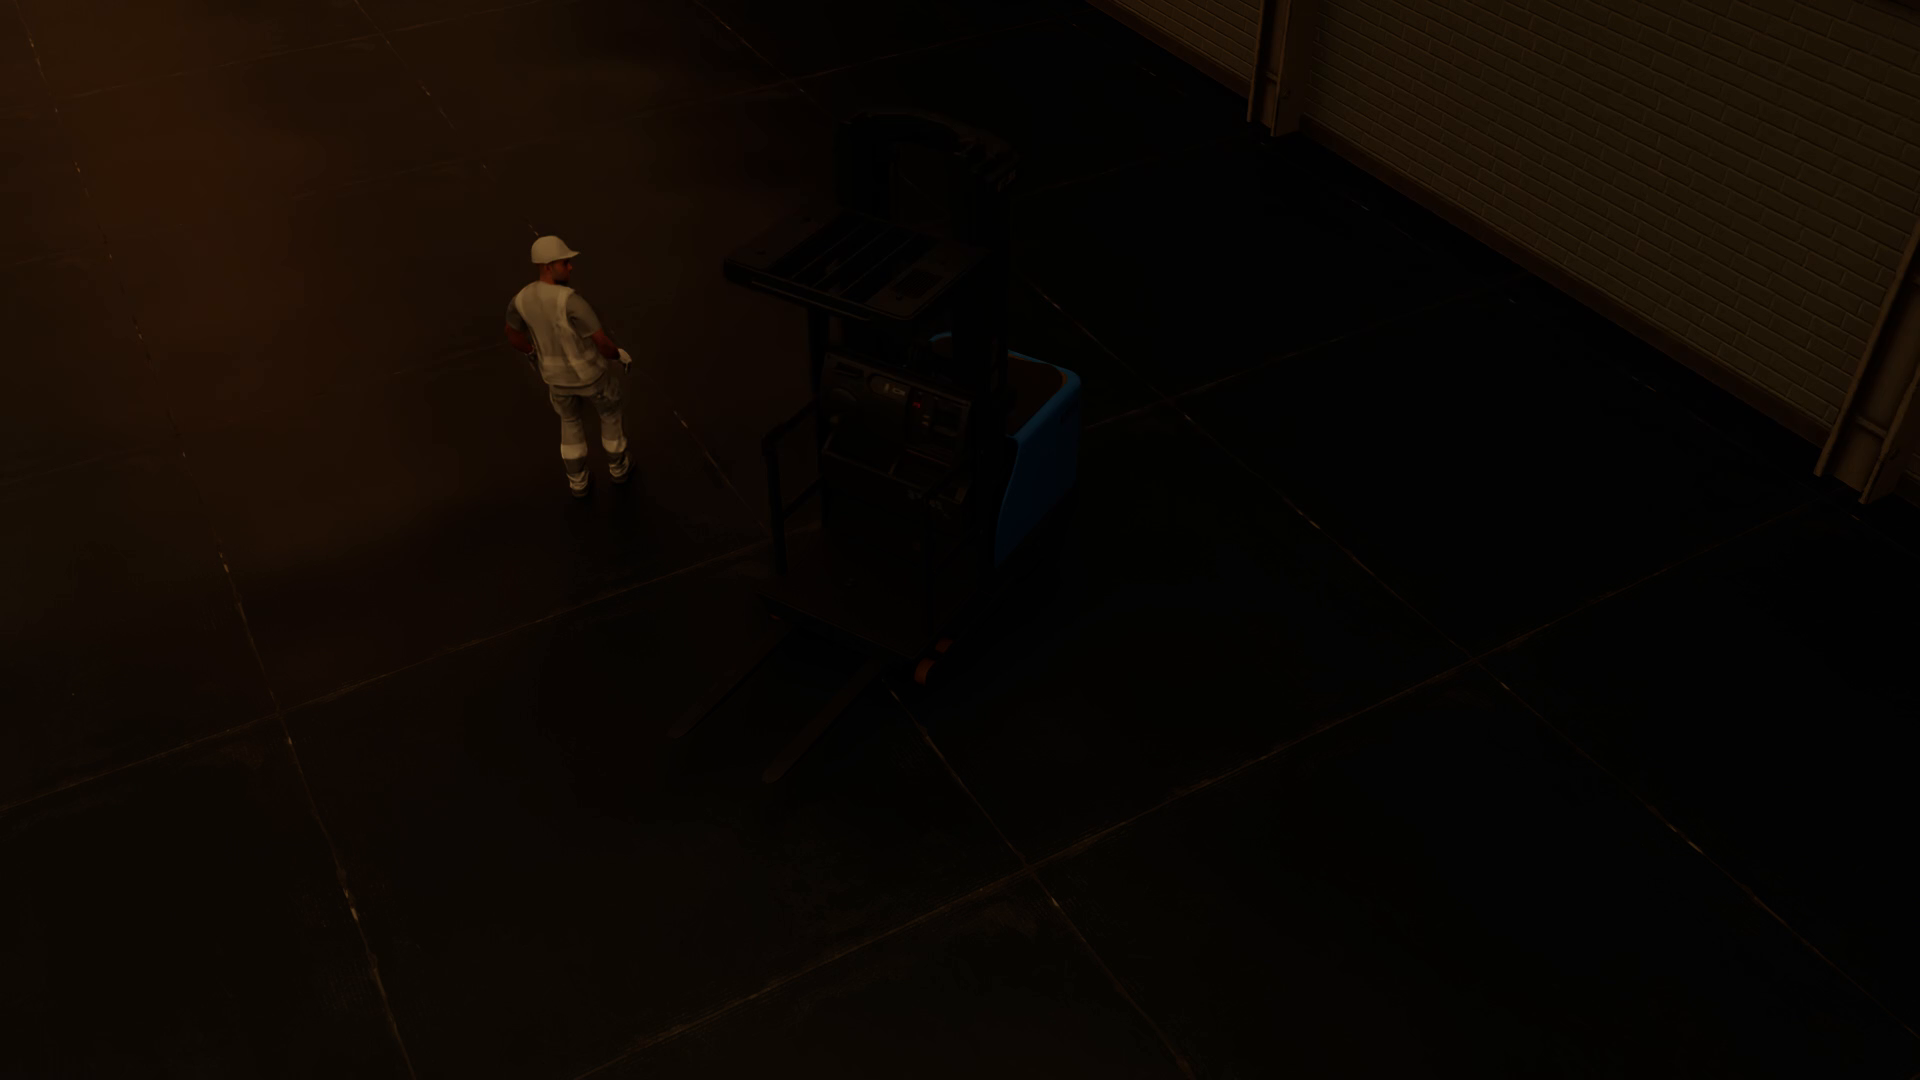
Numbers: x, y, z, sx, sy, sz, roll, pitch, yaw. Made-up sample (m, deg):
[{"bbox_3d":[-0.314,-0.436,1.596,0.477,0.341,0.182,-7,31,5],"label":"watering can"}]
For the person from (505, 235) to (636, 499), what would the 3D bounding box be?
[{"bbox_3d":[-2.374,-1.080,10.259,0.749,1.757,0.505,8,40,9],"label":"person"}]

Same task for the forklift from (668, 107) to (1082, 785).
[{"bbox_3d":[-0.462,-0.645,8.814,1.130,2.935,3.031,21,44,24],"label":"forklift"}]
